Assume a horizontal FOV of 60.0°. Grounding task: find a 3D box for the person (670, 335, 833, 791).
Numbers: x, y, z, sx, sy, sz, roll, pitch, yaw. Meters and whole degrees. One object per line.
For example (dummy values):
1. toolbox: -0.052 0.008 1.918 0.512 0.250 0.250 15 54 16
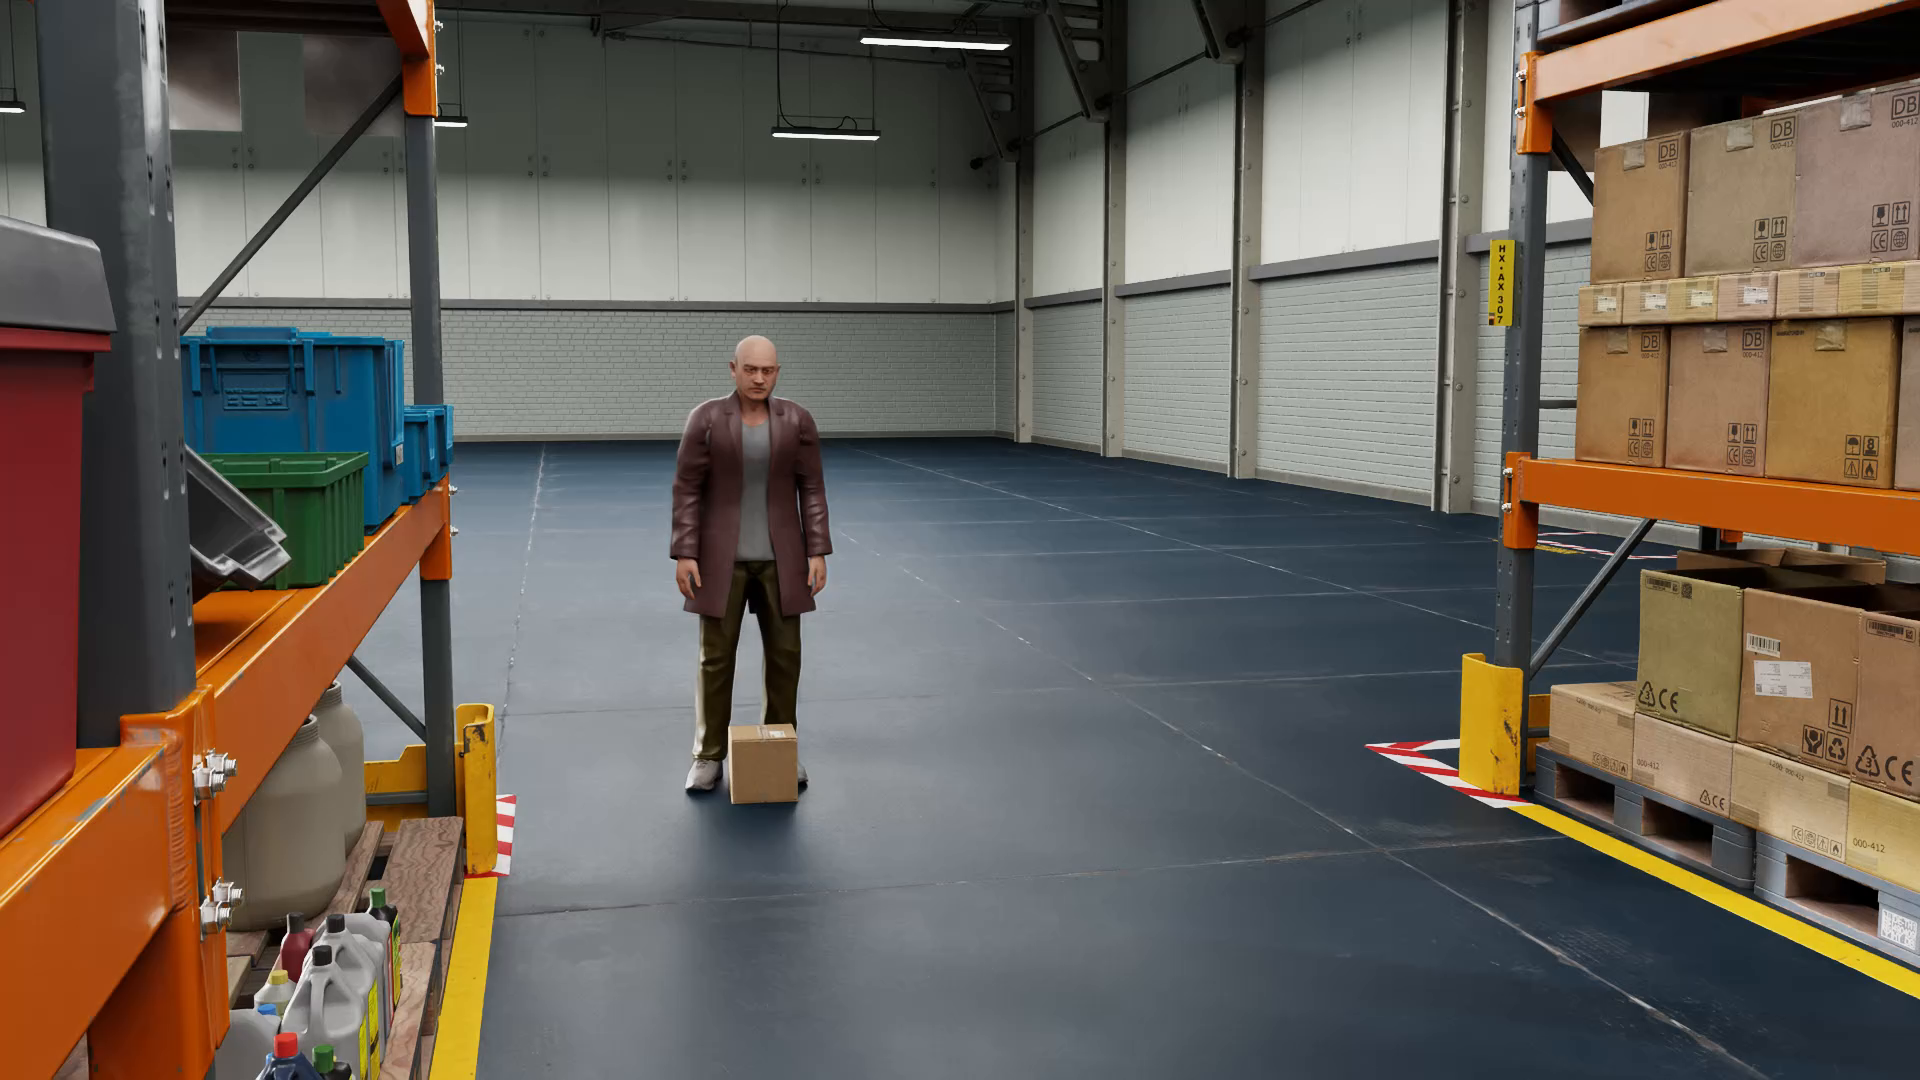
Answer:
1. person: -0.826 0.082 6.601 0.647 1.774 0.419 -2 6 -14
